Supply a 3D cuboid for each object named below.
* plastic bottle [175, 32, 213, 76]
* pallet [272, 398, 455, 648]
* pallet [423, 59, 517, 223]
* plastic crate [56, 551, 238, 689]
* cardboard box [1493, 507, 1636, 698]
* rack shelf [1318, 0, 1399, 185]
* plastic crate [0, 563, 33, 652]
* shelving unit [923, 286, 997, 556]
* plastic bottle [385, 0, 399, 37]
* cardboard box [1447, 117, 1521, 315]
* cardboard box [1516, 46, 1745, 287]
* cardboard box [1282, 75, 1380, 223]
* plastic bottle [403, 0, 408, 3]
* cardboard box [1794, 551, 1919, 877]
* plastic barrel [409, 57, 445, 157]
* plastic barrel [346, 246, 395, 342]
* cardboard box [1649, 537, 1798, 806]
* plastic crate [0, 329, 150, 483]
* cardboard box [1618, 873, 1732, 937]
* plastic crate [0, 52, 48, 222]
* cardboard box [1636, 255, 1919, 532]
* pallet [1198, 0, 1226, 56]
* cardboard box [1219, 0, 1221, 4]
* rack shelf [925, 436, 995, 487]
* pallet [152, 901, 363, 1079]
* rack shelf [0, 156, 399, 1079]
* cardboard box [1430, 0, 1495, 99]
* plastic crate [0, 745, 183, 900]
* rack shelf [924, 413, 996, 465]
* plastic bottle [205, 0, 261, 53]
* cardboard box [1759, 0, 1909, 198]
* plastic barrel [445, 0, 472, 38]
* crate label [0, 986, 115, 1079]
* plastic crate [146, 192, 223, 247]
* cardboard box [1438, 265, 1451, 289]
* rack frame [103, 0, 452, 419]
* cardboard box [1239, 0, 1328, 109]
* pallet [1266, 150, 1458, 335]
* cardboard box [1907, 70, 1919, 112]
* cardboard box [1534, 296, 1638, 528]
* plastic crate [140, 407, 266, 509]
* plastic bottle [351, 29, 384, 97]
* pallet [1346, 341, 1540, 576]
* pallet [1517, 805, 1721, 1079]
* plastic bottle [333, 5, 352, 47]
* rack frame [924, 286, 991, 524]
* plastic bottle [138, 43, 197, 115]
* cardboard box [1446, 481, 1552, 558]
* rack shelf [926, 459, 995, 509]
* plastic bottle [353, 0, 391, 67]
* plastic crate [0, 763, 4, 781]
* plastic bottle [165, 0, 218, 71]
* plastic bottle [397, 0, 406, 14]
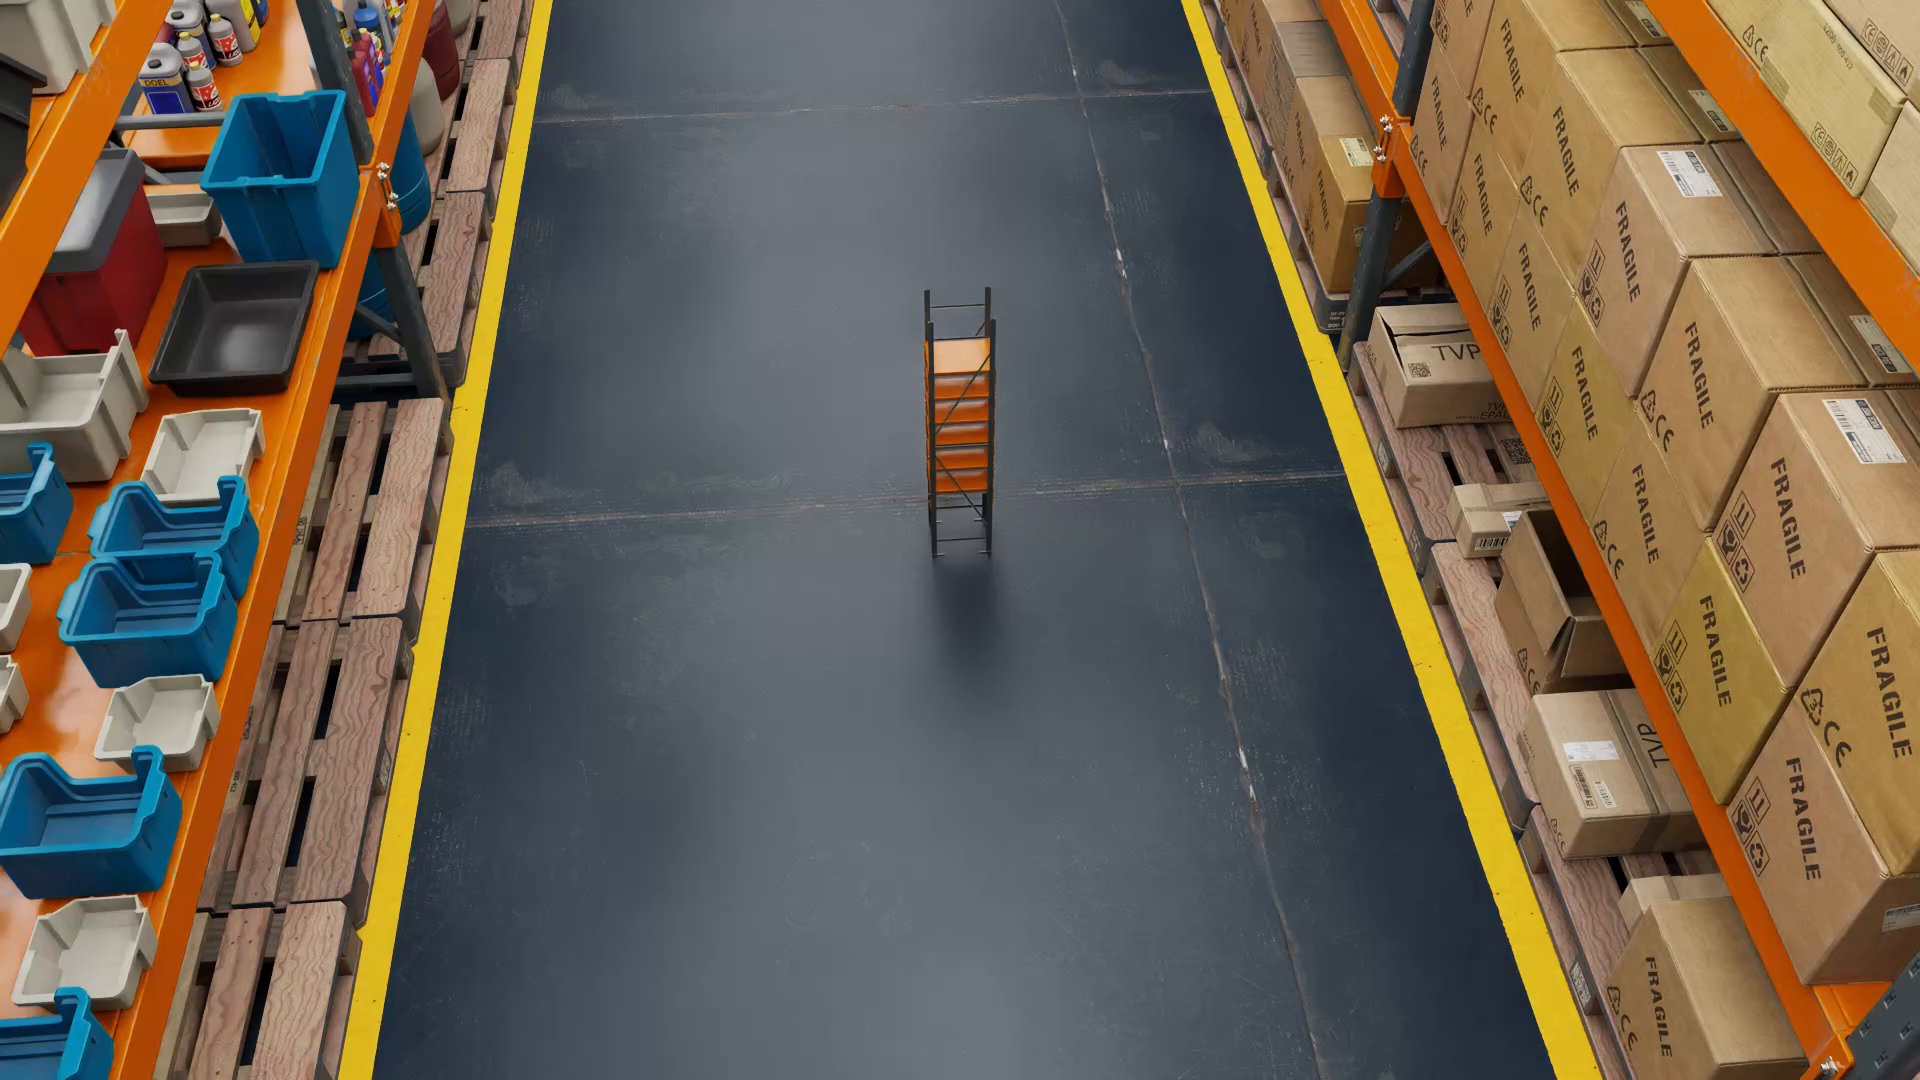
[{"bbox_3d":[-3.070,-1.931,6.650,0.097,0.201,0.097,0,47,0],"label":"plastic bottle"},{"bbox_3d":[-2.627,-0.063,6.665,1.003,0.211,1.213,-3,47,-3],"label":"pallet"},{"bbox_3d":[-2.856,-2.038,8.535,1.003,0.211,1.213,-3,47,-3],"label":"pallet"},{"bbox_3d":[-2.195,0.228,4.542,0.416,0.233,0.300,-3,47,-3],"label":"plastic crate"},{"bbox_3d":[2.371,0.216,5.896,0.797,0.503,0.637,-3,47,-3],"label":"cardboard box"},{"bbox_3d":[2.041,-3.050,8.068,1.077,0.370,4.000,-3,47,-3],"label":"rack shelf"},{"bbox_3d":[-2.742,0.210,4.626,0.298,0.136,0.250,-3,47,-3],"label":"plastic crate"},{"bbox_3d":[-0.001,-0.423,6.324,0.258,1.200,0.189,-3,47,-3],"label":"shelving unit"},{"bbox_3d":[-2.400,-2.216,6.871,0.097,0.271,0.097,0,47,0],"label":"plastic bottle"},{"bbox_3d":[2.026,-1.129,5.684,0.500,0.500,0.500,-3,47,-3],"label":"cardboard box"},{"bbox_3d":[2.054,-1.125,4.992,0.500,0.500,0.500,-5,47,-4],"label":"cardboard box"},{"bbox_3d":[1.849,-1.840,7.845,0.500,0.500,0.500,-3,47,-3],"label":"cardboard box"},{"bbox_3d":[-2.407,-2.445,7.080,0.061,0.283,0.133,-3,47,-3],"label":"plastic bottle"},{"bbox_3d":[2.232,0.360,3.585,0.500,0.500,0.500,-4,47,-4],"label":"cardboard box"},{"bbox_3d":[-2.774,-2.162,8.156,0.421,0.512,0.421,0,47,0],"label":"plastic barrel"},{"bbox_3d":[-2.756,-1.369,7.137,0.600,0.901,0.708,-3,47,-3],"label":"plastic barrel"},{"bbox_3d":[2.188,0.327,4.306,0.500,0.500,0.500,-3,47,-3],"label":"cardboard box"},{"bbox_3d":[-2.783,-0.416,5.118,0.437,0.282,0.530,-3,47,-3],"label":"plastic crate"},{"bbox_3d":[2.308,1.190,5.205,0.380,0.166,0.250,-3,47,-3],"label":"cardboard box"},{"bbox_3d":[-2.247,-0.790,3.409,0.504,0.338,0.767,-3,47,-3],"label":"plastic crate"},{"bbox_3d":[2.141,-0.380,4.286,0.500,0.500,0.500,-2,47,-2],"label":"cardboard box"},{"bbox_3d":[1.899,-3.243,9.676,1.003,0.211,1.213,-3,47,-3],"label":"pallet"},{"bbox_3d":[1.677,-3.311,9.238,0.500,0.500,0.500,-5,47,-5],"label":"cardboard box"},{"bbox_3d":[-0.001,-0.310,6.444,0.258,0.103,0.180,-3,47,-3],"label":"rack shelf"},{"bbox_3d":[-2.423,1.702,4.993,1.003,0.211,1.213,-3,47,-3],"label":"pallet"},{"bbox_3d":[-2.560,0.143,5.044,1.077,0.370,4.000,-3,47,-3],"label":"rack shelf"},{"bbox_3d":[1.968,-1.870,5.698,0.500,0.500,0.500,-2,47,-2],"label":"cardboard box"},{"bbox_3d":[-2.140,0.704,4.091,0.416,0.233,0.300,-3,47,-3],"label":"plastic crate"},{"bbox_3d":[-0.001,-0.393,6.357,0.258,0.103,0.180,-3,47,-3],"label":"rack shelf"},{"bbox_3d":[-2.987,-2.189,6.791,0.144,0.351,0.185,-3,47,-3],"label":"plastic bottle"},{"bbox_3d":[2.152,-1.015,3.683,0.500,0.250,0.500,-3,47,-3],"label":"cardboard box"},{"bbox_3d":[-2.868,-2.979,8.929,0.421,0.512,0.421,0,47,0],"label":"plastic barrel"},{"bbox_3d":[-2.085,1.181,3.640,0.416,0.233,0.303,-3,47,-3],"label":"crate label"},{"bbox_3d":[-2.831,-1.136,5.901,0.396,0.136,0.243,-3,47,-3],"label":"plastic crate"},{"bbox_3d":[2.411,-1.507,7.530,0.500,0.500,0.500,-5,47,-5],"label":"cardboard box"},{"bbox_3d":[-2.727,-1.552,6.154,1.000,3.000,0.127,-3,47,-3],"label":"rack frame"},{"bbox_3d":[1.763,-2.570,8.537,0.500,0.500,0.500,-5,47,-5],"label":"cardboard box"},{"bbox_3d":[2.103,-1.477,8.004,1.003,0.211,1.213,-3,47,-3],"label":"pallet"},{"bbox_3d":[2.204,-0.826,3.159,0.500,0.250,0.500,-3,47,-3],"label":"cardboard box"},{"bbox_3d":[2.110,-0.399,4.993,0.500,0.500,0.500,-4,47,-4],"label":"cardboard box"},{"bbox_3d":[-2.282,-0.240,5.052,0.293,0.136,0.466,-3,47,-3],"label":"plastic crate"},{"bbox_3d":[-2.344,-1.899,6.563,0.061,0.283,0.133,-3,47,-3],"label":"plastic bottle"},{"bbox_3d":[2.265,-0.394,6.978,1.003,0.211,1.213,-3,47,-3],"label":"pallet"},{"bbox_3d":[2.470,1.371,5.306,1.003,0.211,1.213,-3,47,-3],"label":"pallet"},{"bbox_3d":[-2.540,-2.085,6.796,0.097,0.201,0.097,0,47,0],"label":"plastic bottle"},{"bbox_3d":[-0.009,-0.489,6.387,0.240,1.200,0.006,-3,47,-3],"label":"rack frame"},{"bbox_3d":[-3.083,-1.775,6.450,0.152,0.276,0.135,-3,47,-3],"label":"plastic bottle"},{"bbox_3d":[2.111,-0.085,6.413,0.380,0.166,0.250,-3,47,-3],"label":"cardboard box"},{"bbox_3d":[-0.001,-0.227,6.531,0.258,0.103,0.180,-3,47,-3],"label":"rack shelf"},{"bbox_3d":[-2.380,-2.048,6.712,0.097,0.271,0.097,0,47,0],"label":"plastic bottle"},{"bbox_3d":[-2.651,0.623,4.235,0.396,0.136,0.243,-3,47,-3],"label":"plastic crate"},{"bbox_3d":[-3.113,-2.039,6.701,0.152,0.276,0.135,-3,47,-3],"label":"plastic bottle"},{"bbox_3d":[-2.416,-2.333,7.030,0.097,0.201,0.097,0,47,0],"label":"plastic bottle"}]
